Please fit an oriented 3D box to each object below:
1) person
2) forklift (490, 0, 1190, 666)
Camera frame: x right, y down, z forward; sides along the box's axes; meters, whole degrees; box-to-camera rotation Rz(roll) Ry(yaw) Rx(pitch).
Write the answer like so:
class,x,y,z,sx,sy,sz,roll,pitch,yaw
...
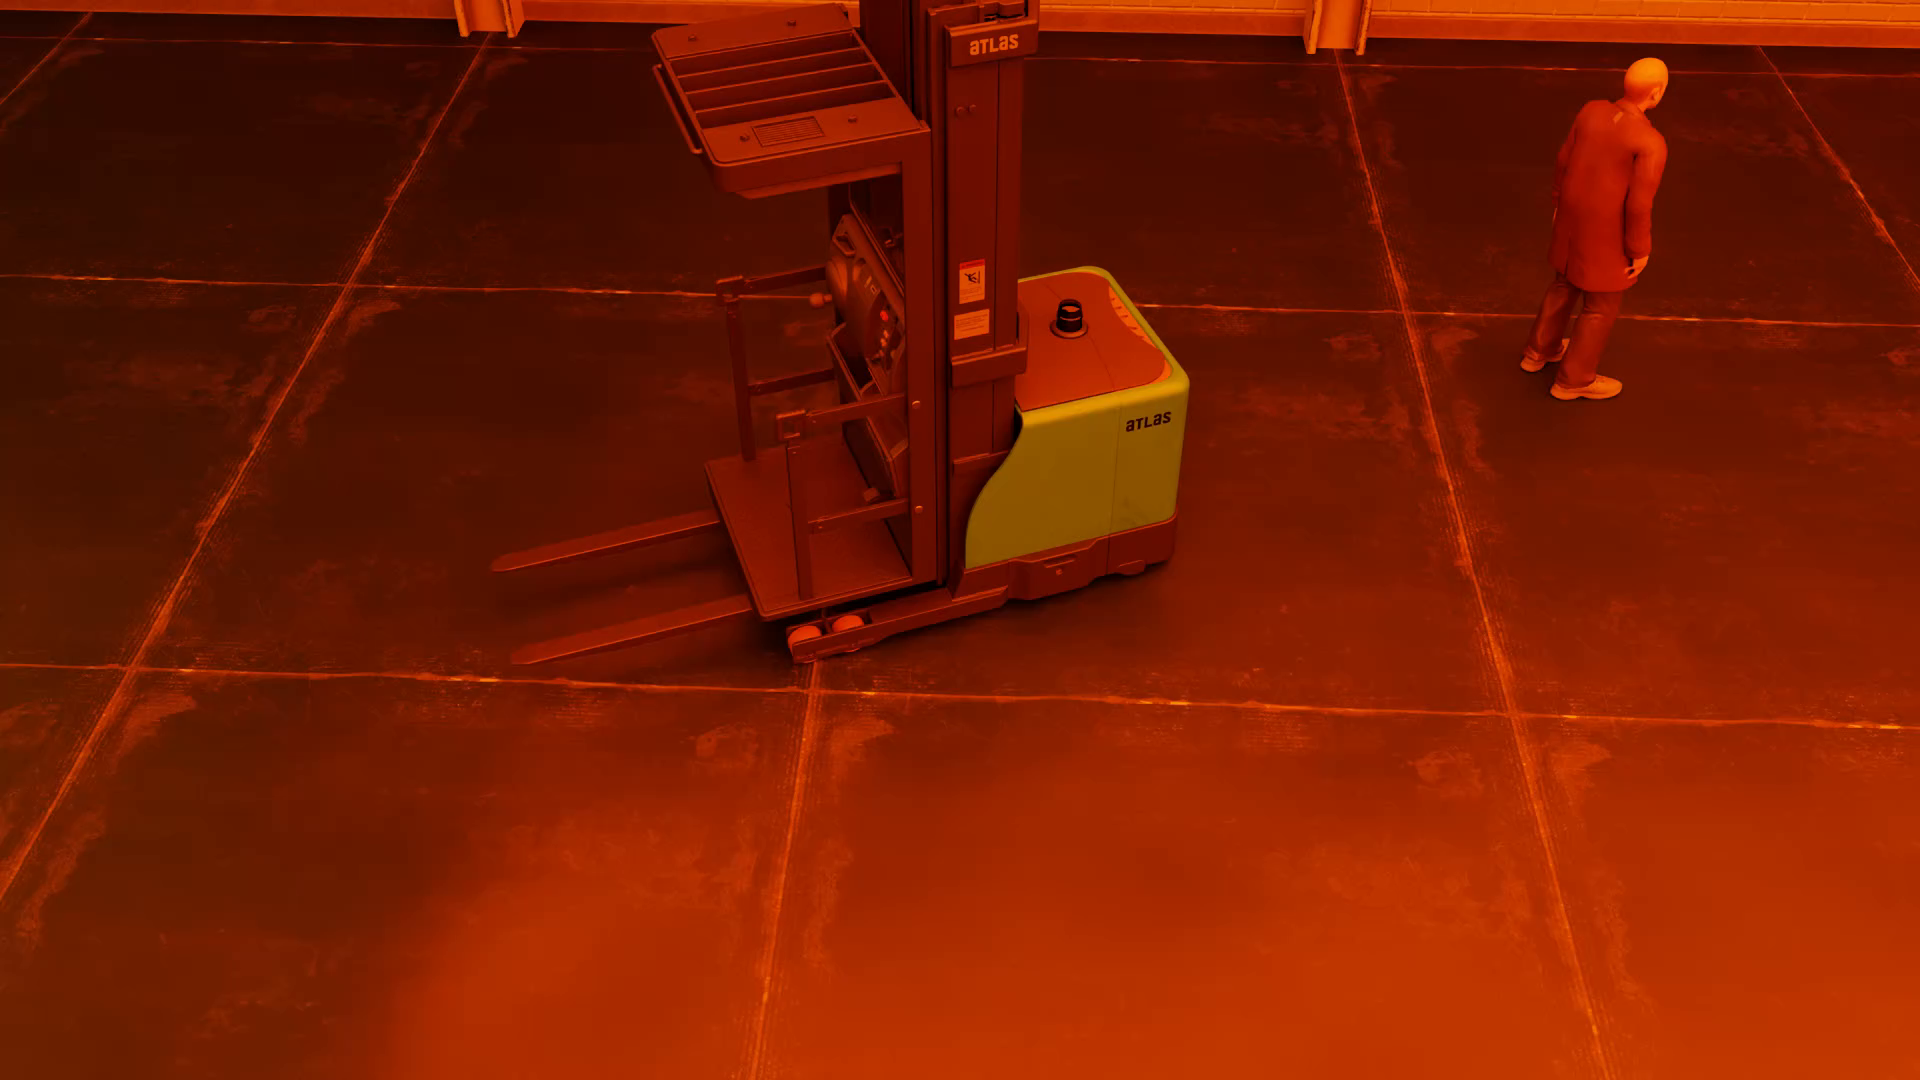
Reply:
class,x,y,z,sx,sy,sz,roll,pitch,yaw
person,3.188,-1.553,8.303,0.435,1.773,0.651,-17,45,-18
forklift,-0.573,-0.945,6.778,3.031,2.935,1.130,-13,44,-14
